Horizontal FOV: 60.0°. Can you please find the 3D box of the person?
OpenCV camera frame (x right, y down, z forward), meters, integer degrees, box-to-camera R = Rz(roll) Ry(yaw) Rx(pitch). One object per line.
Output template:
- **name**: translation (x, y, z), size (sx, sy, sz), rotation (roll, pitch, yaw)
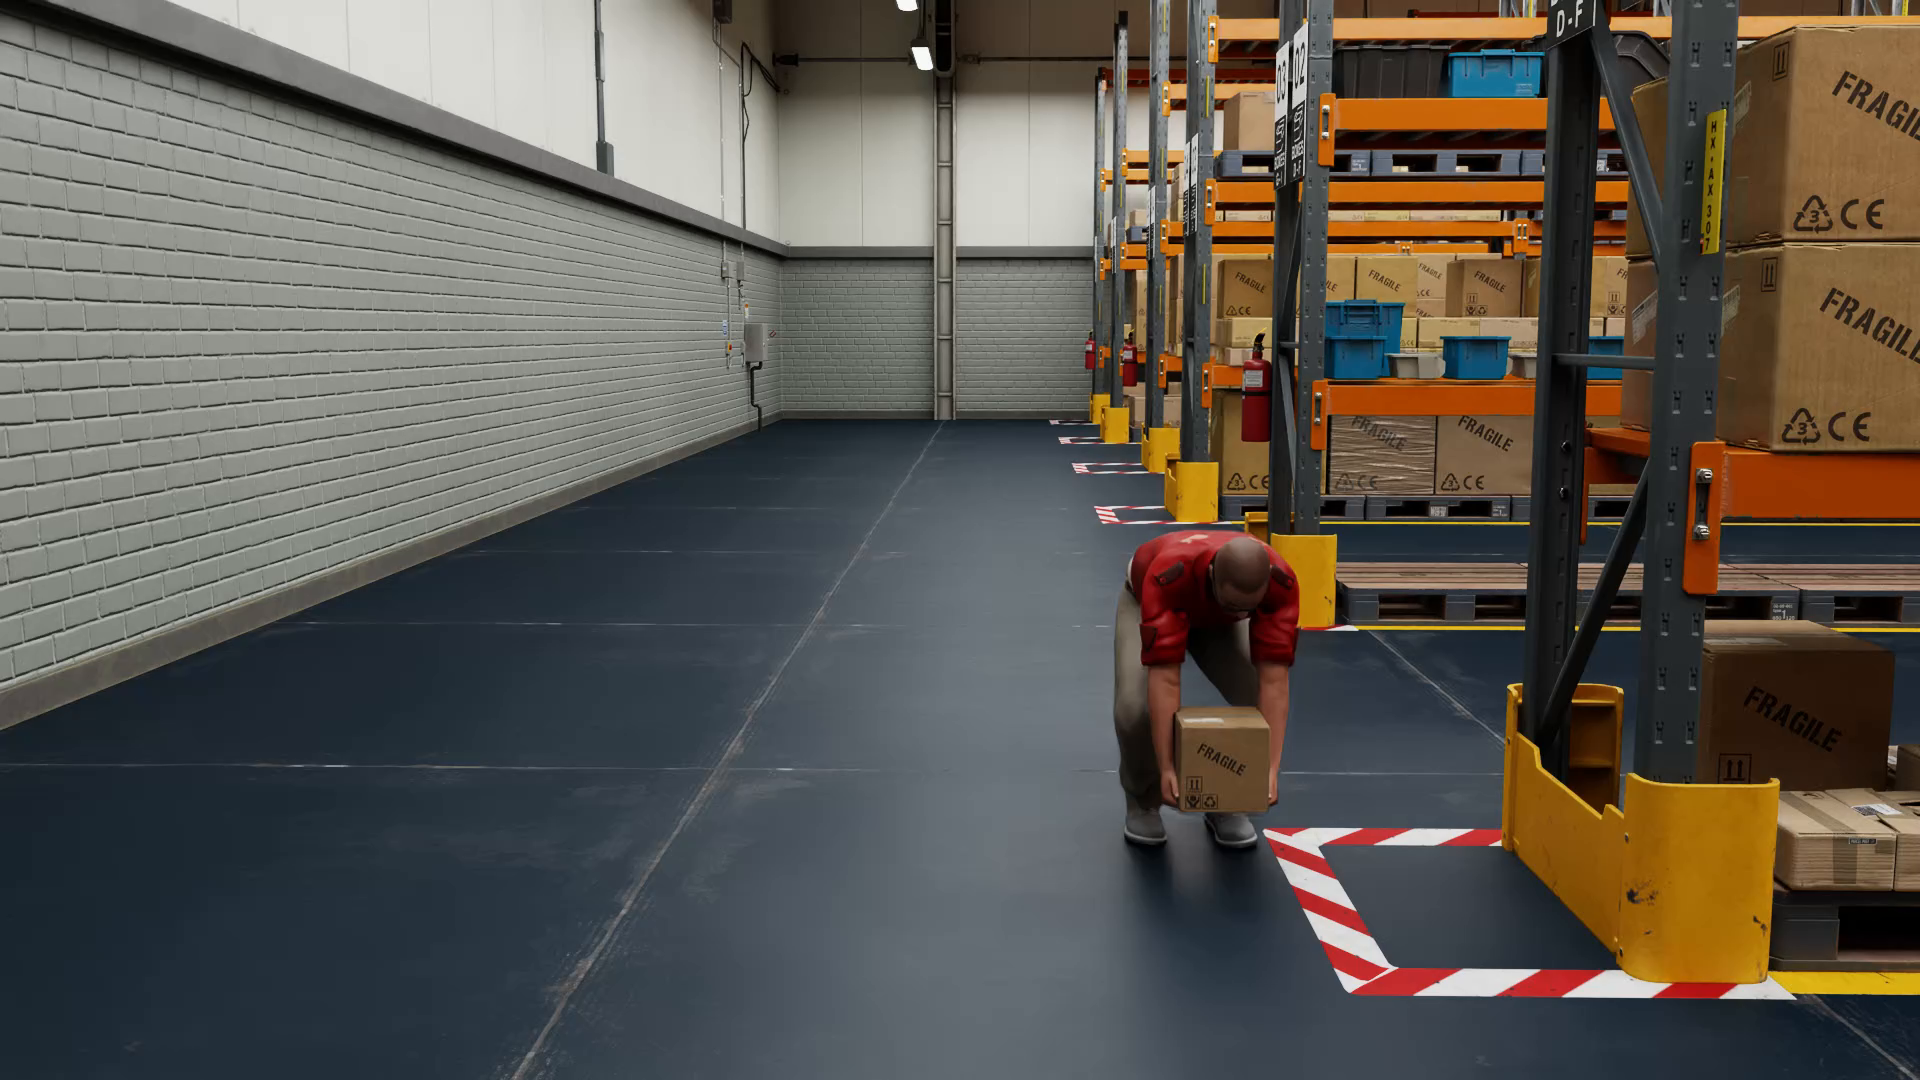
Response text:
- **person**: translation (0.734, 0.417, 5.074), size (0.524, 0.950, 0.943), rotation (0, 7, -3)
